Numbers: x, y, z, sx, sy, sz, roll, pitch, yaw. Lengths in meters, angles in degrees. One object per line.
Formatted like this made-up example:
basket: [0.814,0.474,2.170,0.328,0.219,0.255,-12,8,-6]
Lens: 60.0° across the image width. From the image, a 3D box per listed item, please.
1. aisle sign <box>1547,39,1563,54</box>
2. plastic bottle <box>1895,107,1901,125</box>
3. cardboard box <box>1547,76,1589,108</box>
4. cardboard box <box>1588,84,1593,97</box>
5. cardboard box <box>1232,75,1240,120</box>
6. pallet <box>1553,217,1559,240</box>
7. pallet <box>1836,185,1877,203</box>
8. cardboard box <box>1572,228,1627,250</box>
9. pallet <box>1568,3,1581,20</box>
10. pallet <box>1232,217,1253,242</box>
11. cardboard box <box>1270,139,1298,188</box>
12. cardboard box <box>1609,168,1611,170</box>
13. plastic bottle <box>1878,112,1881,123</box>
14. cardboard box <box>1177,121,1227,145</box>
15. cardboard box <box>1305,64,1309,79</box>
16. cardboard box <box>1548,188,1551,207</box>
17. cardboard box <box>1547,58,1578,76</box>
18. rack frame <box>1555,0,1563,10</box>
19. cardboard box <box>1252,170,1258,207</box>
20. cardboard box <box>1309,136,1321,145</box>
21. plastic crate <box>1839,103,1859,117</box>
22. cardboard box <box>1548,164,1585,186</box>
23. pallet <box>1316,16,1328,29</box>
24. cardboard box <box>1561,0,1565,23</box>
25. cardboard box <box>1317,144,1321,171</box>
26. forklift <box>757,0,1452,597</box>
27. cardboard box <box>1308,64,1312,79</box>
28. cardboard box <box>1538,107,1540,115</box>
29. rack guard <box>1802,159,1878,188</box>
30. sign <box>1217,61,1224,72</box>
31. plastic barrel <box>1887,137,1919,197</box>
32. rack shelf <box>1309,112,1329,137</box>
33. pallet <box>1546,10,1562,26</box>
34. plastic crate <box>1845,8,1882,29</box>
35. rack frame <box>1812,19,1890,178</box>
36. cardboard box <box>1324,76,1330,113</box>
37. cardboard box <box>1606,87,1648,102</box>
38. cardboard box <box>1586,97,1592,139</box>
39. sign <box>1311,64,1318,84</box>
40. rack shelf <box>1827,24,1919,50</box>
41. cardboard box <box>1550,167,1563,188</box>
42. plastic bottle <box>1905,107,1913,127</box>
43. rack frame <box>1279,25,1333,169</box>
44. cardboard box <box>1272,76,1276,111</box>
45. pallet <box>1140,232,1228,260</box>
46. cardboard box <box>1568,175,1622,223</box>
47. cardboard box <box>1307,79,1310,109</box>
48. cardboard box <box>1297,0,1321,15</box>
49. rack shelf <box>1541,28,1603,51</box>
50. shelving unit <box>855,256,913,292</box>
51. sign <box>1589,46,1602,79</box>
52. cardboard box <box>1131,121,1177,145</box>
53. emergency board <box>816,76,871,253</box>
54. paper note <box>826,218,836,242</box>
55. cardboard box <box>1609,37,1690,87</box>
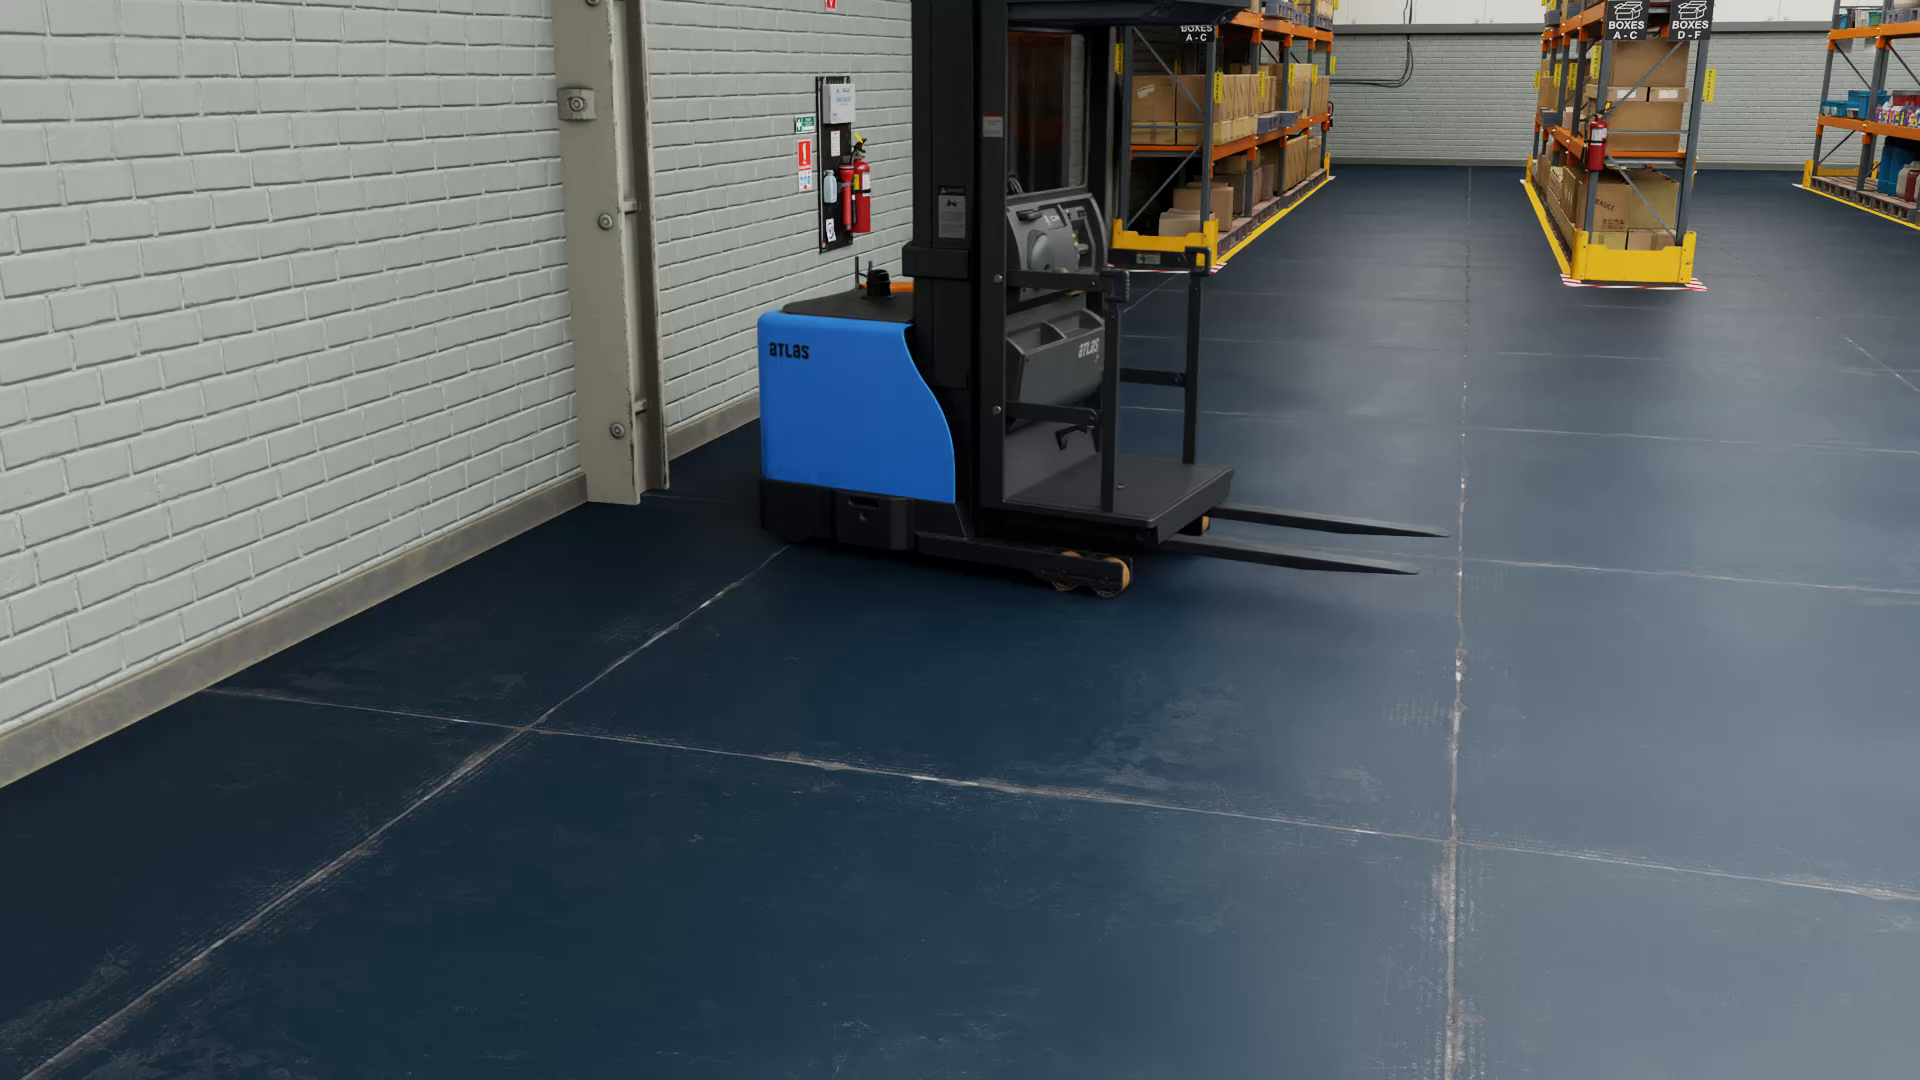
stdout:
aisle sign: [11.334,-9.669,31.656,0.394,0.787,0.004,5,16,16]
plastic bottle: [14.323,-6.461,25.347,0.097,0.271,0.097,0,16,0]
cardboard box: [9.976,-7.289,27.079,0.700,0.500,0.500,7,17,25]
cardboard box: [7.781,-5.409,20.032,0.380,0.149,0.250,4,16,14]
cardboard box: [3.026,-5.237,19.662,0.500,0.500,0.500,4,16,14]
pallet: [8.358,-4.092,21.869,1.003,0.211,1.213,5,16,16]
pallet: [15.380,-5.800,27.889,1.003,0.211,1.213,5,16,16]
cardboard box: [6.919,-3.234,18.003,0.500,0.250,0.500,5,16,16]
pallet: [9.216,-7.452,23.454,1.213,0.211,1.003,5,17,18]
pallet: [3.279,-4.101,21.901,1.003,0.211,1.213,5,16,16]
cardboard box: [5.162,-6.246,27.524,0.750,0.750,0.750,5,16,16]
cardboard box: [9.269,-5.141,23.698,0.500,0.311,0.500,4,16,15]
plastic bottle: [14.641,-6.721,26.391,0.097,0.201,0.097,0,16,0]
cardboard box: [2.742,-4.615,18.841,0.500,0.250,0.500,4,16,14]
cardboard box: [5.667,-8.000,28.400,0.500,0.250,0.500,5,17,17]
cardboard box: [8.751,-4.918,23.939,0.500,0.250,0.500,4,16,14]
cardboard box: [10.355,-8.012,28.565,0.500,0.500,0.500,5,17,16]
rack frame: [10.460,-10.217,27.359,1.000,3.000,0.127,5,16,16]
cardboard box: [3.911,-5.093,24.064,0.700,0.500,0.500,5,17,17]
cardboard box: [6.809,-7.766,32.336,0.380,0.149,0.250,5,17,17]
plastic crate: [15.499,-7.478,28.895,0.416,0.233,0.300,5,16,16]
cardboard box: [9.364,-5.556,25.696,0.500,0.500,0.500,5,17,18]
pallet: [6.300,-9.646,31.005,1.003,0.211,1.213,5,16,16]
cardboard box: [9.707,-8.162,25.427,0.910,0.500,0.500,5,16,16]
cardboard box: [6.743,-7.569,32.829,0.700,0.500,0.500,5,16,16]
forklift: [0.610,-1.336,7.168,3.031,2.935,1.130,8,18,26]
cardboard box: [5.822,-8.134,28.869,0.500,0.250,0.500,5,17,17]
cardboard box: [10.931,-8.063,30.577,0.500,0.500,0.500,5,16,16]
rack guard: [16.339,-6.797,30.876,1.175,0.500,0.348,5,16,16]
sign: [4.039,-7.267,25.830,0.100,0.325,0.005,5,16,16]
plastic barrel: [14.836,-5.812,25.899,0.600,0.901,0.708,5,16,16]
rack shelf: [6.278,-7.891,31.472,1.077,0.370,4.000,5,16,16]
pallet: [9.915,-8.247,26.254,1.213,0.211,1.003,5,16,16]
plastic crate: [15.647,-9.027,28.775,0.504,0.338,0.767,5,16,16]
rack frame: [16.345,-7.992,30.510,1.000,3.000,0.127,5,16,16]
cardboard box: [6.711,-8.771,32.704,0.980,0.700,0.700,5,17,18]
cardboard box: [6.975,-4.666,17.412,0.380,0.149,0.250,4,16,15]
cardboard box: [8.066,-5.169,20.374,0.700,0.500,0.500,4,16,14]
sign: [6.232,-8.193,29.242,0.100,0.325,0.005,5,16,16]
rack shelf: [15.776,-8.566,28.354,1.077,0.370,4.000,5,16,16]
cardboard box: [8.751,-5.181,23.840,0.500,0.311,0.500,4,16,14]
plastic bottle: [14.102,-6.281,24.690,0.061,0.283,0.133,5,16,16]
rack frame: [6.846,-8.760,33.218,1.000,3.000,0.127,5,16,16]
cardboard box: [4.449,-6.803,25.329,0.700,0.500,0.500,3,16,9]
pallet: [2.585,-3.463,19.650,1.003,0.211,1.213,5,16,16]
cardboard box: [7.187,-3.857,18.827,0.500,0.500,0.500,5,16,16]
cardboard box: [5.820,-7.774,28.977,0.500,0.500,0.500,4,16,15]
cardboard box: [6.158,-9.495,29.634,0.500,0.250,0.500,5,16,16]
rack shelf: [11.028,-8.951,29.711,1.077,0.370,4.000,5,16,16]
shelving unit: [-0.267,-0.886,8.754,0.503,1.200,0.258,-6,17,-21]
sign: [6.533,-4.908,17.080,0.100,0.325,0.005,5,16,16]
cardboard box: [2.246,-4.649,18.962,0.500,0.250,0.500,5,17,17]
emergency board: [-0.775,-2.611,11.539,0.194,1.169,0.643,5,16,16]
paper note: [-0.892,-2.147,11.515,0.016,0.148,0.142,5,16,16]
cardboard box: [7.210,-4.999,17.394,0.700,0.500,0.500,5,16,16]
